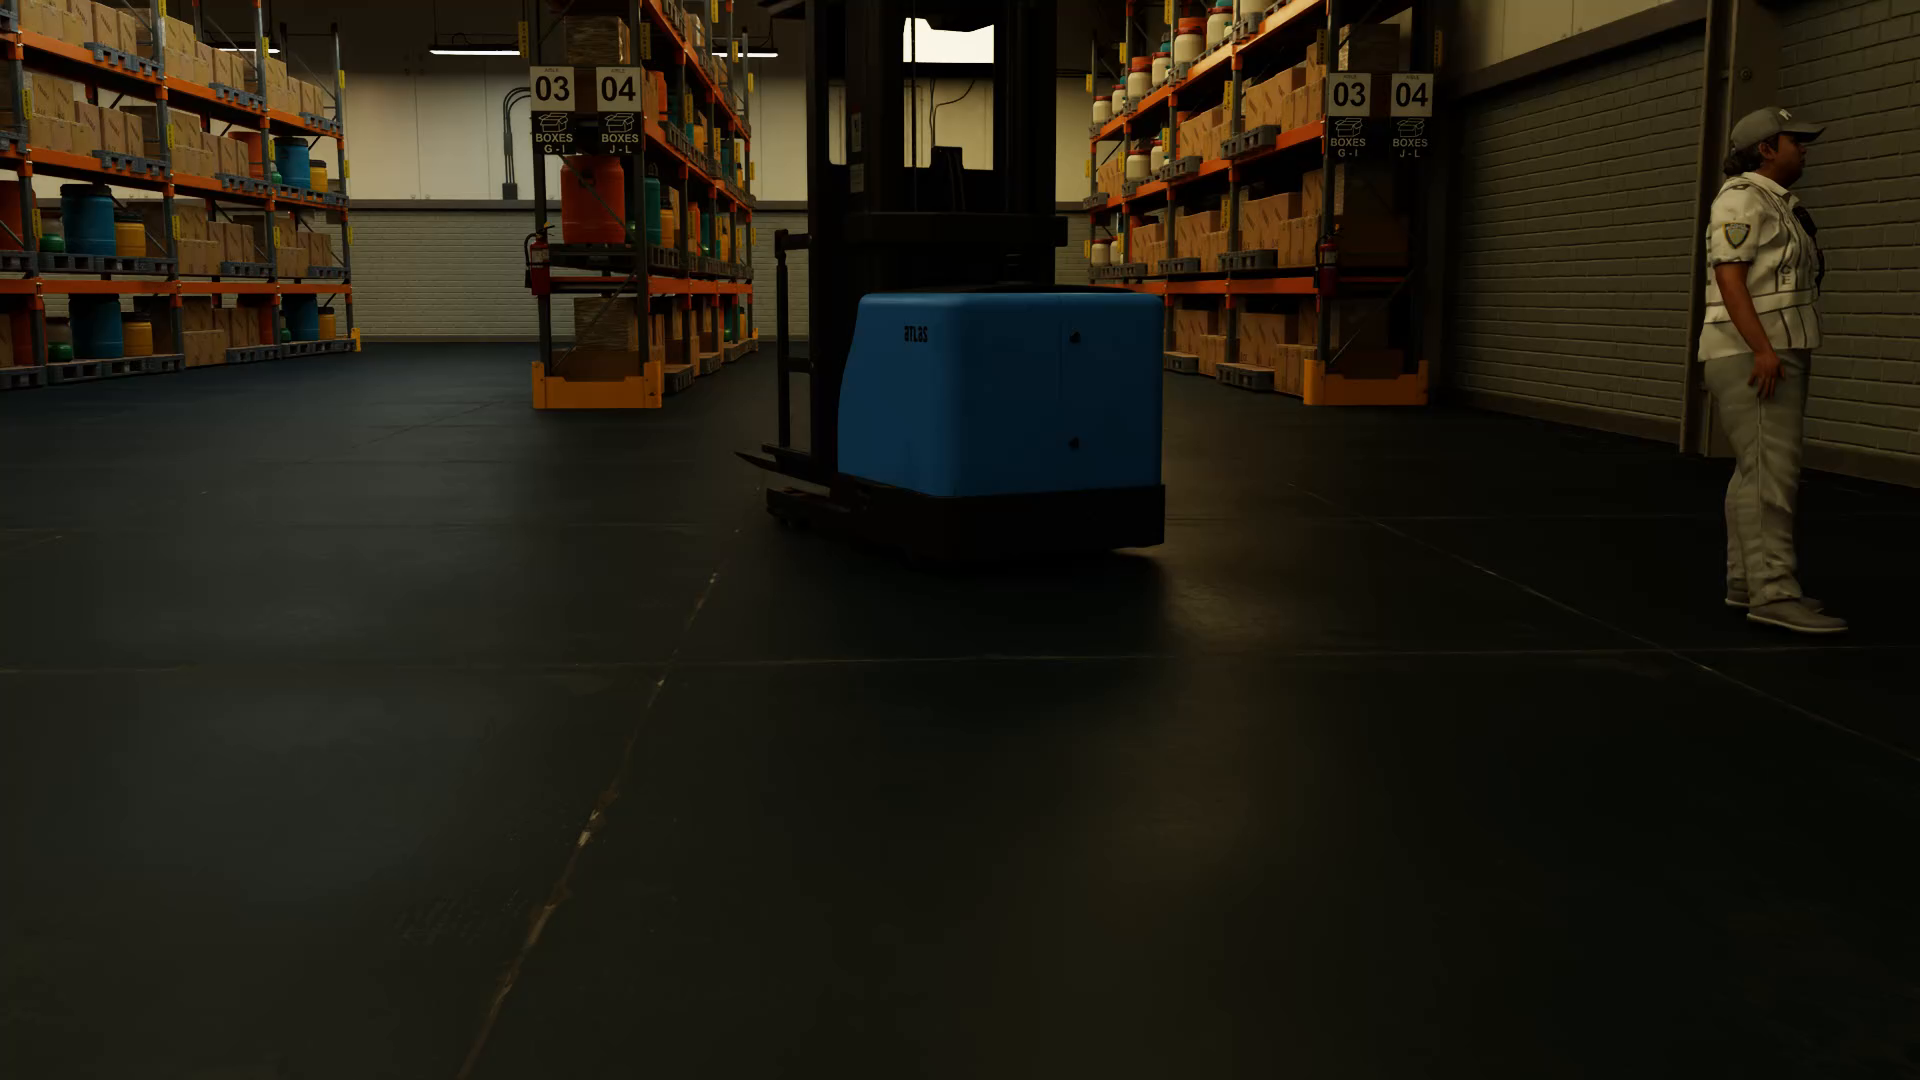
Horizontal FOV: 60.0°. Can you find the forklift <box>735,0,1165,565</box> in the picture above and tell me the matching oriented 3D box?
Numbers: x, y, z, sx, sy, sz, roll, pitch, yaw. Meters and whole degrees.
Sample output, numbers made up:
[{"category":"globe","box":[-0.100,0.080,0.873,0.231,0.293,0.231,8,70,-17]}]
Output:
[{"category":"forklift","box":[-0.264,-1.530,7.637,1.130,2.935,3.031,-4,9,-25]}]

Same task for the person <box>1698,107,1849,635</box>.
[{"category":"person","box":[2.709,-0.573,5.449,0.527,1.669,0.598,6,10,34]}]
